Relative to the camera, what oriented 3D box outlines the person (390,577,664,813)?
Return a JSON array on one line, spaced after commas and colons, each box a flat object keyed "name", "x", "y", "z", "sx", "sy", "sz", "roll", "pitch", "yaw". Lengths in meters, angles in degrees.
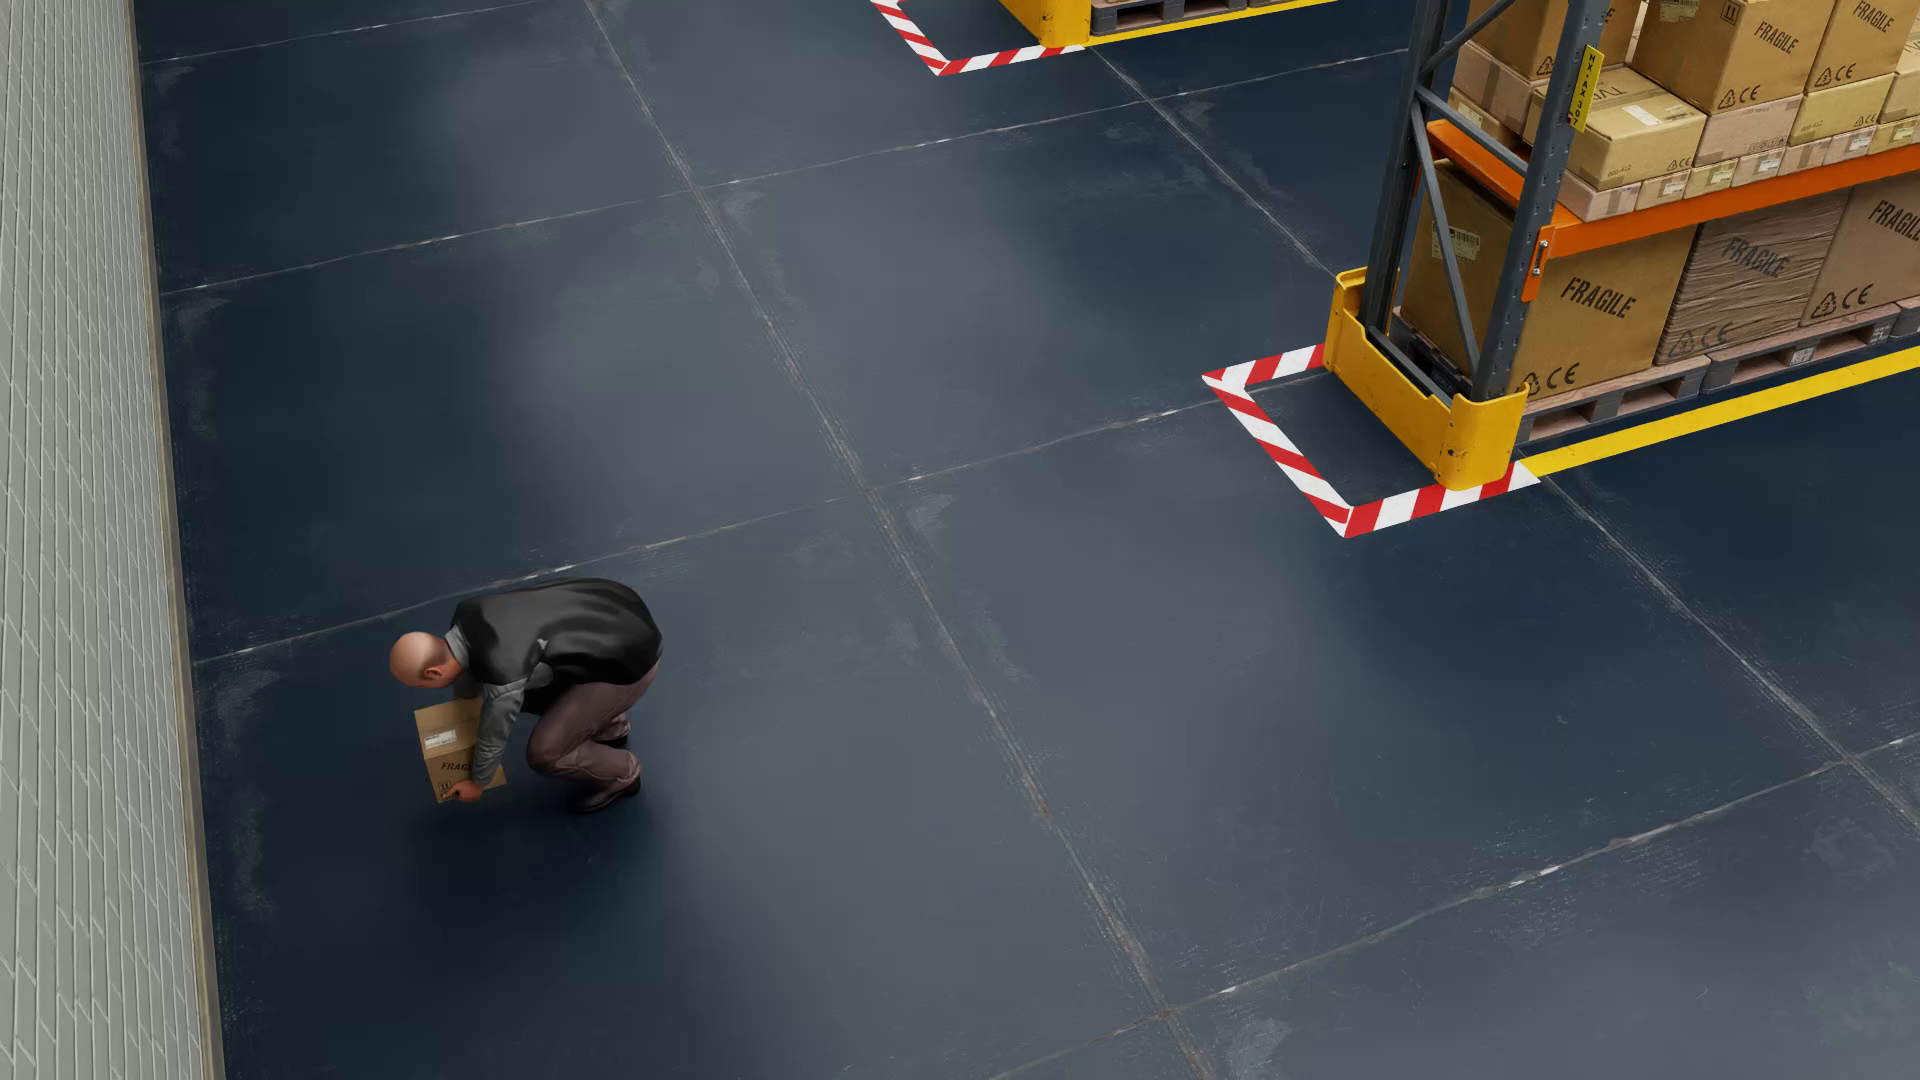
[{"name": "person", "x": -1.539, "y": 0.582, "z": 6.102, "sx": 0.928, "sy": 0.954, "sz": 0.520, "roll": -17, "pitch": 44, "yaw": -18}]
